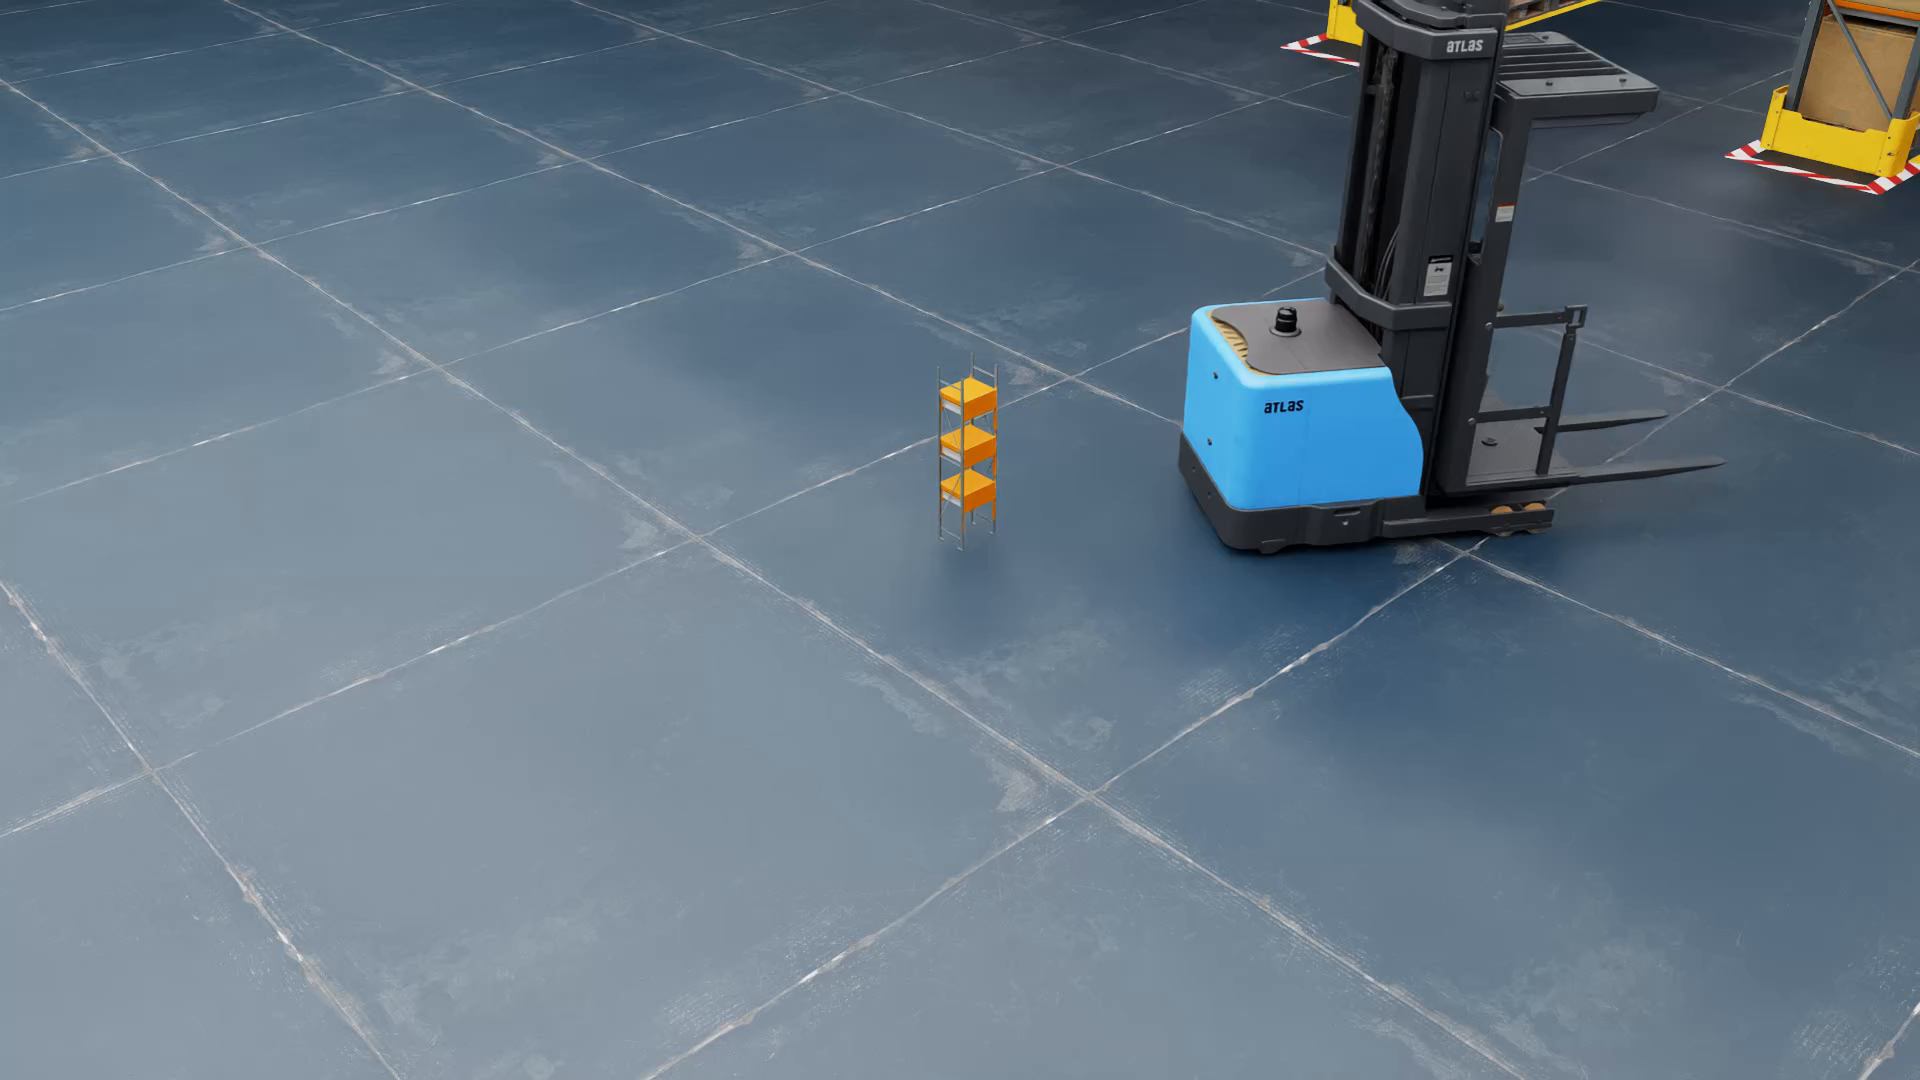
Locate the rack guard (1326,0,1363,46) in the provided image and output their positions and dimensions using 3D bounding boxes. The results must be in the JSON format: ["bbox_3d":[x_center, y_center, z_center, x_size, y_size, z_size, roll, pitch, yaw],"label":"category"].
[{"bbox_3d":[4.528,-5.586,17.906,0.348,0.500,1.175,-26,40,-35],"label":"rack guard"}]

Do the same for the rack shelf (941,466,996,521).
[{"bbox_3d":[0.039,-0.221,9.158,0.240,0.259,0.215,-26,40,-35],"label":"rack shelf"}]

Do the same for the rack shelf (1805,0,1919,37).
[{"bbox_3d":[9.237,-5.095,15.396,4.000,0.370,1.077,-26,40,-35],"label":"rack shelf"}]

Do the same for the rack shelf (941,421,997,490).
[{"bbox_3d":[0.039,-0.458,9.013,0.240,0.259,0.215,-26,40,-35],"label":"rack shelf"}]

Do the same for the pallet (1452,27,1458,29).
[{"bbox_3d":[5.148,-5.737,18.431,1.213,0.211,1.003,-26,40,-35],"label":"pallet"}]

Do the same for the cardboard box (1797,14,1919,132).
[{"bbox_3d":[8.223,-4.231,14.928,0.875,0.875,0.875,-26,40,-35],"label":"cardboard box"}]

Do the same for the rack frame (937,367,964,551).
[{"bbox_3d":[-0.050,-0.424,8.936,0.008,1.050,0.200,-26,40,-35],"label":"rack frame"}]

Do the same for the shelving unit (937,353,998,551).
[{"bbox_3d":[0.039,-0.467,9.007,0.252,1.050,0.215,-26,40,-35],"label":"shelving unit"}]

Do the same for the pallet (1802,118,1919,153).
[{"bbox_3d":[8.304,-3.816,15.289,1.213,0.211,1.003,-26,40,-35],"label":"pallet"}]

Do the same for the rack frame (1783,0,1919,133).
[{"bbox_3d":[7.771,-4.692,14.048,0.127,3.000,1.000,-26,40,-35],"label":"rack frame"}]

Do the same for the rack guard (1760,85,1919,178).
[{"bbox_3d":[7.753,-3.617,14.686,0.348,0.500,1.175,-26,40,-35],"label":"rack guard"}]

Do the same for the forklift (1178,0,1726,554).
[{"bbox_3d":[2.853,-1.537,8.954,3.031,2.935,1.130,-5,32,-9],"label":"forklift"}]

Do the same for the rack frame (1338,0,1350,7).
[{"bbox_3d":[4.472,-6.626,17.210,0.127,3.000,1.000,-26,40,-35],"label":"rack frame"}]

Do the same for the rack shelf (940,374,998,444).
[{"bbox_3d":[0.039,-0.700,8.865,0.240,0.259,0.215,-26,40,-35],"label":"rack shelf"}]

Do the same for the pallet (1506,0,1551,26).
[{"bbox_3d":[6.042,-6.168,19.135,1.213,0.211,1.003,-26,40,-35],"label":"pallet"}]

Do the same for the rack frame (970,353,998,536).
[{"bbox_3d":[0.129,-0.510,9.078,0.008,1.050,0.200,-26,40,-35],"label":"rack frame"}]

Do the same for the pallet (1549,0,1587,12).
[{"bbox_3d":[6.937,-6.603,19.846,1.213,0.211,1.003,-26,40,-35],"label":"pallet"}]
